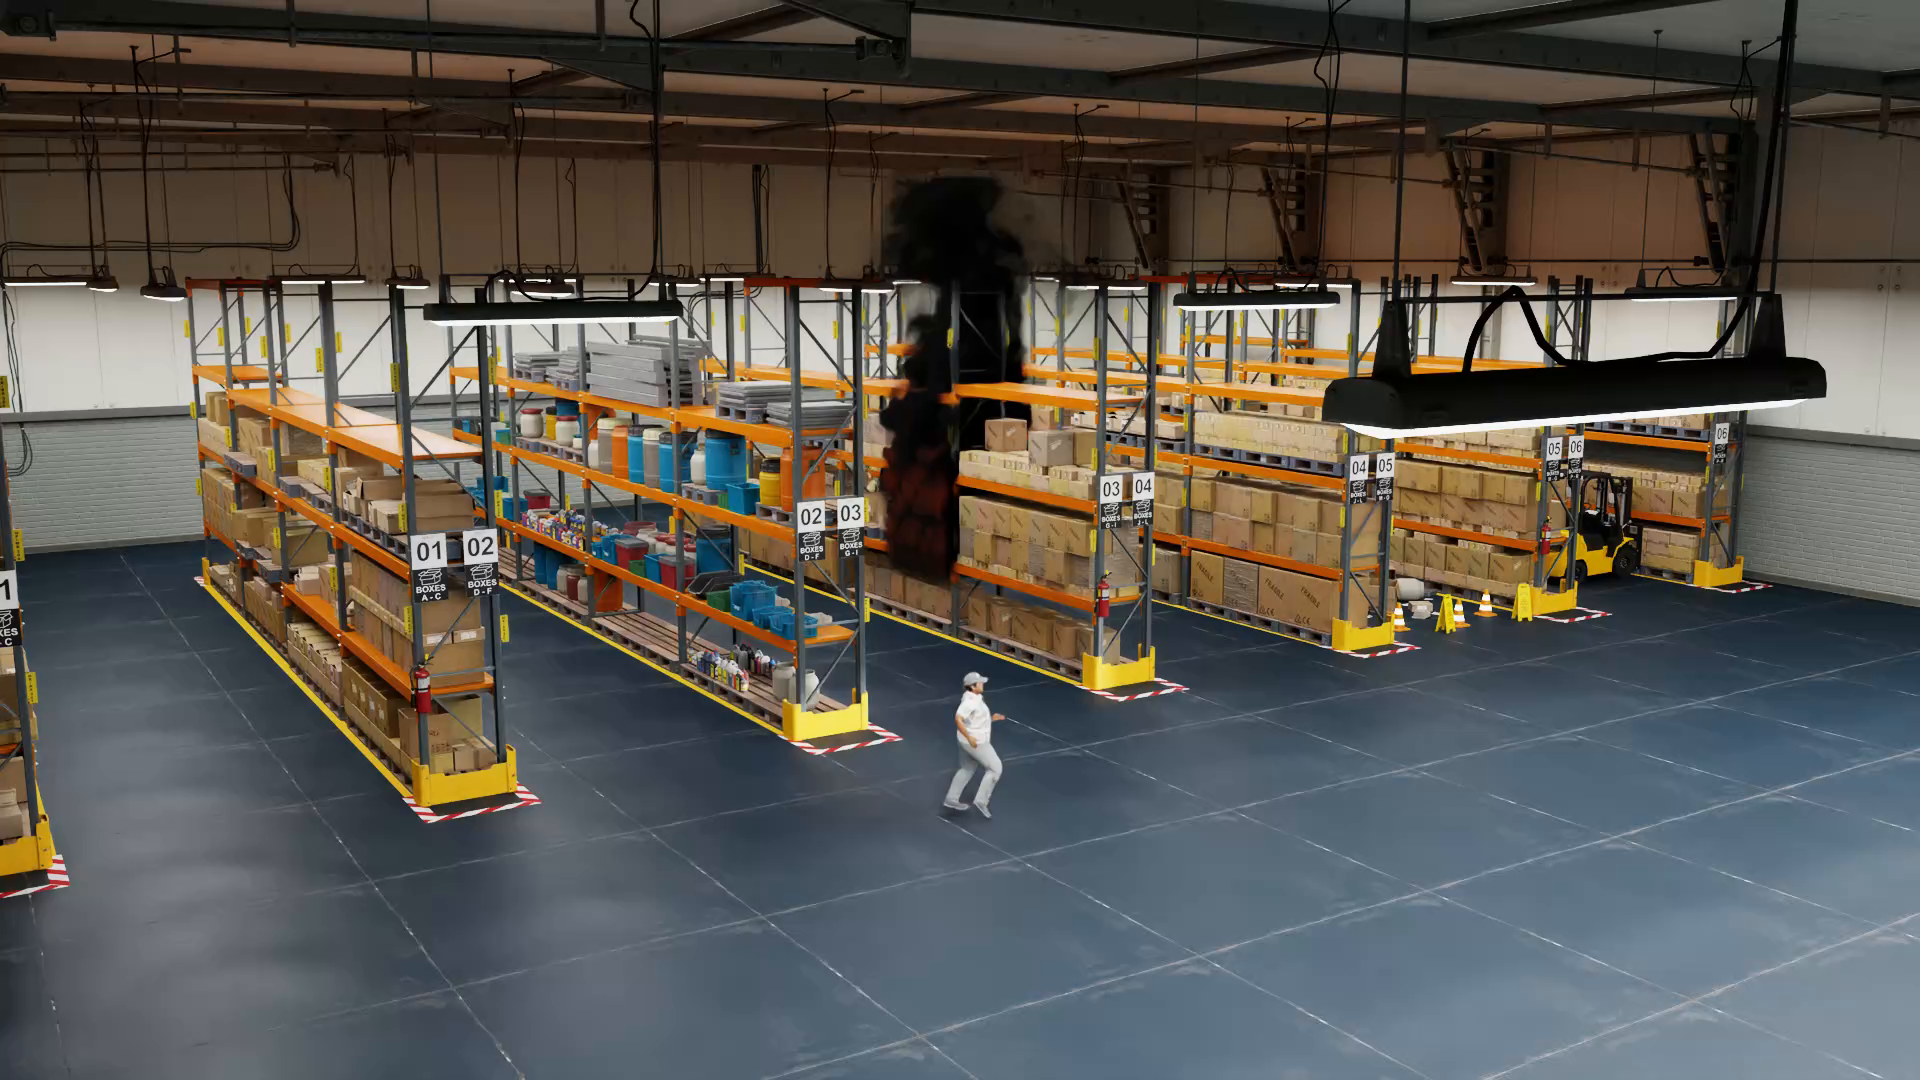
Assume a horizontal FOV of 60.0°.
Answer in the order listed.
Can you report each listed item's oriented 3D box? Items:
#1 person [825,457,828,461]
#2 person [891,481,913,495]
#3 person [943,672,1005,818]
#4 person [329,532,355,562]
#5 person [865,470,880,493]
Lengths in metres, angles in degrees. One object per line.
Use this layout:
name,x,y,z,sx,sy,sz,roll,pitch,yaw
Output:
person,-3.497,-1.268,40.459,0.829,1.684,0.821,0,10,3
person,-1.510,-1.555,42.063,0.780,1.725,0.713,3,10,18
person,0.168,2.354,19.083,0.711,1.708,0.575,-2,10,-11
person,-12.225,-0.022,33.104,0.659,1.657,0.693,-9,13,-44
person,-2.053,-0.778,37.750,0.601,1.625,0.660,-3,10,-20
